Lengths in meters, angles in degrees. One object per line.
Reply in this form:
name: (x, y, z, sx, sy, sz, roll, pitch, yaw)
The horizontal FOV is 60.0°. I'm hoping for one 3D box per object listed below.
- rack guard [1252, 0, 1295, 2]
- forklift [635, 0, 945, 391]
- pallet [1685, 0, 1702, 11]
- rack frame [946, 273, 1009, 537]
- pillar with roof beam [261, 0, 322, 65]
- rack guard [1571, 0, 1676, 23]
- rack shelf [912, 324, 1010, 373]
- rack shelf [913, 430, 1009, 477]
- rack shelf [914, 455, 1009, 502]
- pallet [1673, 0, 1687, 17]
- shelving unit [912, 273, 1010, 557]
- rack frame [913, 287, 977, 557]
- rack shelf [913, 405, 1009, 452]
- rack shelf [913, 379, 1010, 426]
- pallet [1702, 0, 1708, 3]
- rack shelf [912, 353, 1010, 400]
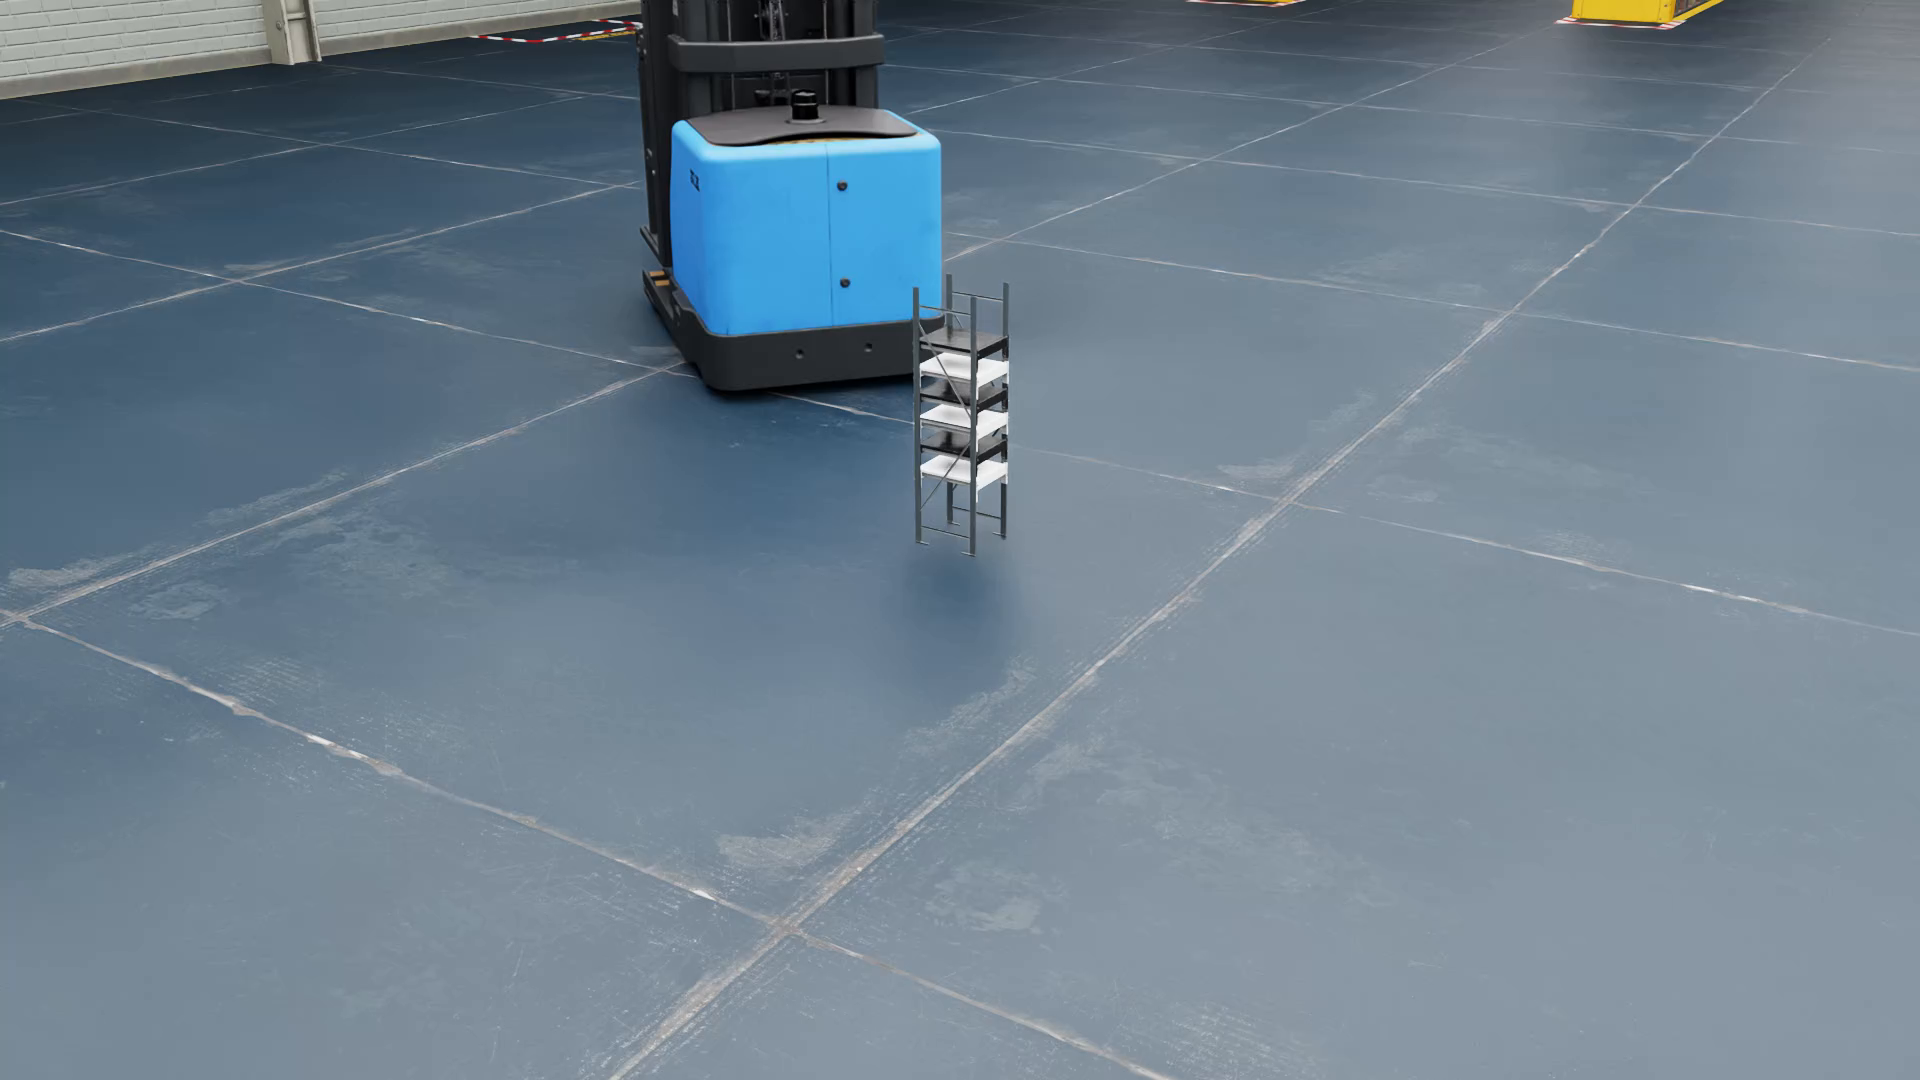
rack guard: (4.058, -7.744, 23.010, 1.175, 0.500, 0.348, 14, 27, 29)
forklift: (-1.000, -2.534, 7.914, 1.130, 2.935, 3.031, -7, 24, -16)
pallet: (9.354, -7.299, 22.345, 1.003, 0.211, 1.213, 14, 27, 29)
rack frame: (0.058, -0.450, 5.657, 0.240, 0.900, 0.006, 14, 27, 29)
pillar with roof beam: (-3.178, -8.155, 13.260, 9.100, 9.000, 0.400, 14, 27, 29)
rack guard: (8.277, -6.749, 20.710, 1.175, 0.500, 0.348, 14, 27, 29)
rack shelf: (0.004, -0.633, 5.484, 0.258, 0.077, 0.200, 14, 27, 29)
rack shelf: (0.004, -0.303, 5.627, 0.258, 0.077, 0.200, 14, 27, 29)
rack shelf: (0.004, -0.220, 5.662, 0.258, 0.077, 0.200, 14, 27, 29)
pallet: (8.710, -6.889, 21.398, 1.003, 0.211, 1.213, 14, 27, 29)
shelving unit: (0.004, -0.416, 5.578, 0.258, 0.900, 0.210, 14, 27, 29)
rack frame: (-0.049, -0.381, 5.498, 0.240, 0.900, 0.006, 14, 27, 29)
rack shelf: (0.004, -0.385, 5.591, 0.258, 0.077, 0.200, 14, 27, 29)
rack shelf: (0.004, -0.468, 5.555, 0.258, 0.077, 0.200, 14, 27, 29)
pallet: (9.997, -7.713, 23.300, 1.003, 0.211, 1.213, 14, 27, 29)
rack shelf: (0.004, -0.550, 5.519, 0.258, 0.077, 0.200, 14, 27, 29)
